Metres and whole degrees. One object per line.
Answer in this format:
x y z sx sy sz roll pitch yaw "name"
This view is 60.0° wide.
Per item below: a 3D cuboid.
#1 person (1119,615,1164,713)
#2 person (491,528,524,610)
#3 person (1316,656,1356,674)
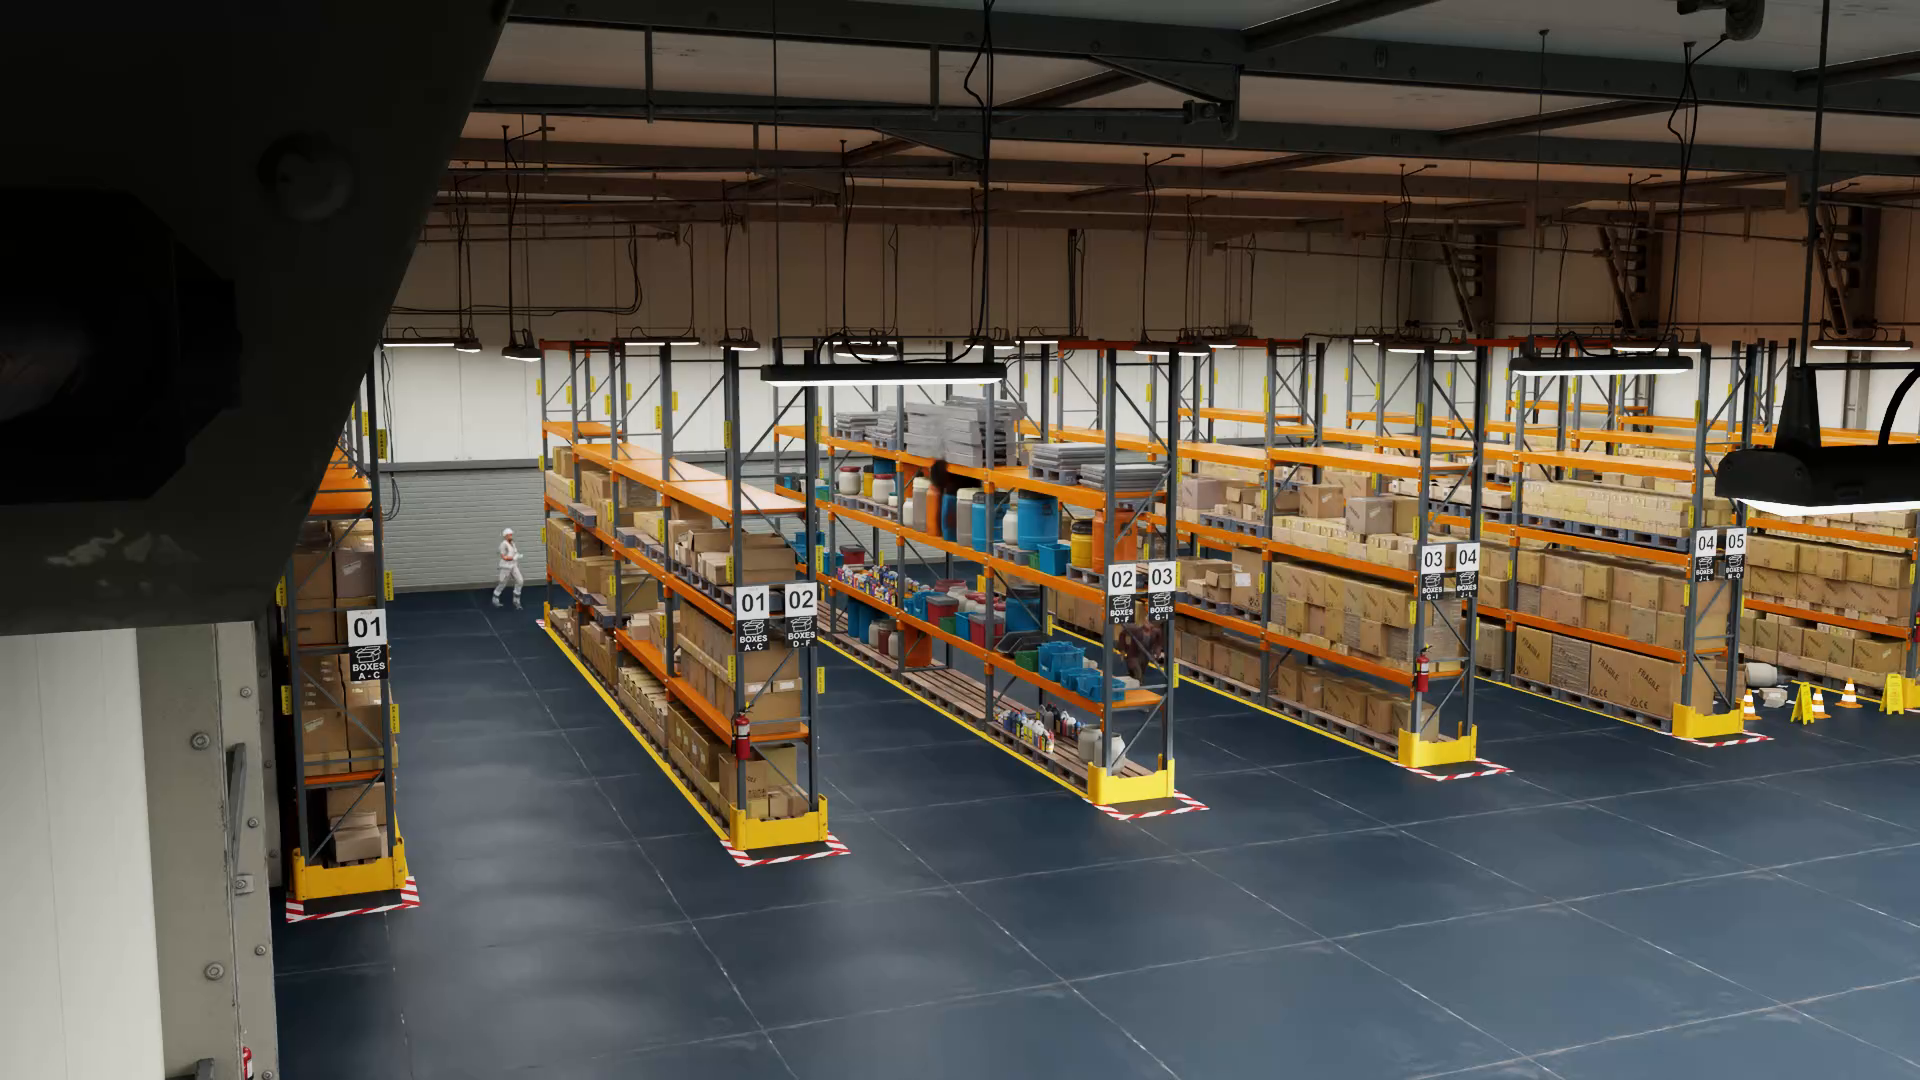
2.909 1.961 27.484 0.705 1.617 1.114 -3 8 -20 "person"
-9.999 0.655 36.838 0.863 1.842 0.648 3 8 19 "person"
6.922 1.624 30.467 0.588 1.627 0.974 -6 10 -41 "person"
